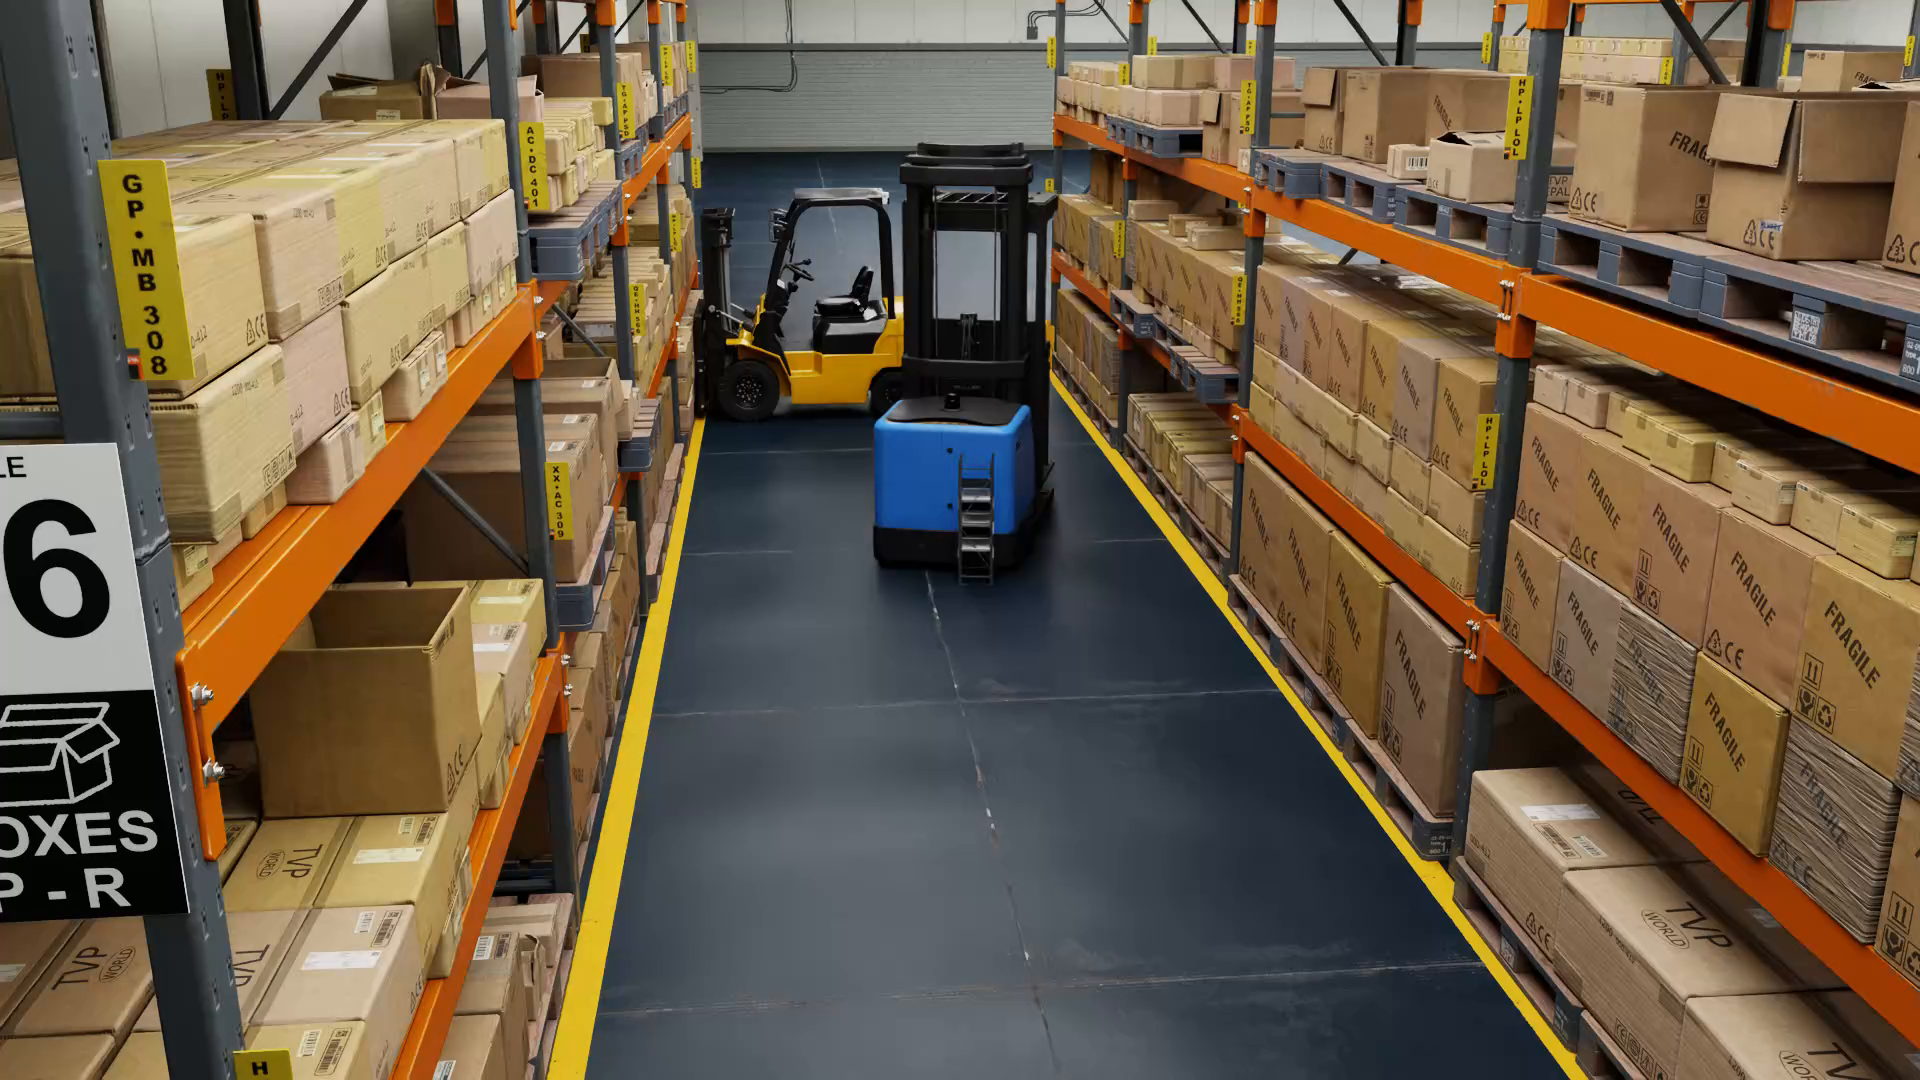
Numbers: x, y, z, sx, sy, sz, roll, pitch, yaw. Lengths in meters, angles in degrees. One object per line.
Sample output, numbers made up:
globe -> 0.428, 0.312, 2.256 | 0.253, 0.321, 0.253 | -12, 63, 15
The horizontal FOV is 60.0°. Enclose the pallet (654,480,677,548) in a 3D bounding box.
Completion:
pallet -> -2.744, -0.195, 12.946 | 1.003, 0.211, 1.213 | -2, 18, -6

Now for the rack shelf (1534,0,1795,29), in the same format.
rack shelf -> 2.980, -1.612, 4.656 | 1.077, 0.370, 4.000 | -2, 18, -6

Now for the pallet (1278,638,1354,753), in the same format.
pallet -> 2.490, 0.859, 9.587 | 1.003, 0.211, 1.213 | -2, 18, -6

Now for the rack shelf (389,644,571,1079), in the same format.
rack shelf -> -1.957, 1.214, 5.002 | 1.077, 0.370, 4.000 | -2, 18, -6

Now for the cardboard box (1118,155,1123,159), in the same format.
cardboard box -> 2.006, -3.676, 17.045 | 0.700, 0.500, 0.500 | -2, 18, -6

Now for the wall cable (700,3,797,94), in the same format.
wall cable -> -6.308, -14.302, 48.393 | 3.097, 2.526, 0.112 | -2, 18, -6

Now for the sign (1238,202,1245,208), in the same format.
sign -> 2.501, -2.833, 14.761 | 0.100, 0.325, 0.005 | -2, 18, -6

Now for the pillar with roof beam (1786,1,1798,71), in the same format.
pillar with roof beam -> 19.731, -15.705, 47.679 | 9.100, 9.000, 0.400 | -2, 18, -6

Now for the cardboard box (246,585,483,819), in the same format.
cardboard box -> -1.684, 0.448, 4.743 | 0.500, 0.500, 0.500 | -1, 17, -4

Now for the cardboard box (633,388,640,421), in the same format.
cardboard box -> -2.126, -0.813, 9.978 | 0.380, 0.149, 0.250 | -1, 17, -5

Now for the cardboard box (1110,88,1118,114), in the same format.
cardboard box -> 1.635, -3.888, 14.799 | 0.500, 0.250, 0.500 | -2, 18, -6

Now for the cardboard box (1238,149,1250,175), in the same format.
cardboard box -> 2.086, -2.543, 11.182 | 0.380, 0.149, 0.250 | -2, 18, -6

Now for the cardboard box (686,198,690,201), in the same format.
cardboard box -> -3.086, -3.563, 17.767 | 0.380, 0.149, 0.250 | -2, 17, -5

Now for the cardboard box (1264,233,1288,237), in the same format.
cardboard box -> 2.324, -2.221, 13.378 | 0.500, 0.500, 0.500 | -1, 17, -4

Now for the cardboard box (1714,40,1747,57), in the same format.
cardboard box -> 7.163, -4.504, 15.229 | 0.380, 0.149, 0.250 | -2, 18, -5

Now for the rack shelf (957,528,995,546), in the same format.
rack shelf -> 0.114, -0.026, 11.668 | 0.258, 0.077, 0.200 | 1, 17, 2

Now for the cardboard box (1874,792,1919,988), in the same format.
cardboard box -> 2.837, 0.979, 4.383 | 0.500, 0.500, 0.500 | -2, 18, -7

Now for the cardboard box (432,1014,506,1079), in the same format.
cardboard box -> -1.724, 1.858, 5.224 | 0.500, 0.500, 0.500 | -1, 17, -5

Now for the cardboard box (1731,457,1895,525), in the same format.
cardboard box -> 2.687, -0.157, 5.250 | 0.380, 0.149, 0.250 | -2, 18, -5

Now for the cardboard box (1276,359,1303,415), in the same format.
cardboard box -> 2.220, -0.925, 10.032 | 0.500, 0.250, 0.500 | -1, 17, -4

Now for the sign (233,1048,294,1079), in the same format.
sign -> -1.211, 1.037, 2.920 | 0.100, 0.325, 0.005 | -2, 18, -6

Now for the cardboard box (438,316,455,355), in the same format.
cardboard box -> -1.772, -0.631, 5.090 | 0.380, 0.149, 0.250 | -1, 17, -4

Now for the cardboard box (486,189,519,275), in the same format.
cardboard box -> -1.864, -1.090, 5.888 | 0.500, 0.250, 0.500 | -2, 18, -5

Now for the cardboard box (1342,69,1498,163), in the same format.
cardboard box -> 2.653, -2.461, 9.633 | 0.700, 0.500, 0.500 | -3, 18, -8

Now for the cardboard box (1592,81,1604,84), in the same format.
cardboard box -> 6.401, -4.406, 16.248 | 0.380, 0.149, 0.250 | -2, 17, -5

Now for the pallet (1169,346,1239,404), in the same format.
pallet -> 2.182, -1.188, 11.775 | 1.213, 0.211, 1.003 | -2, 18, -6

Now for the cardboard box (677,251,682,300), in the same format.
cardboard box -> -2.844, -2.451, 15.309 | 0.500, 0.500, 0.500 | -1, 17, -5

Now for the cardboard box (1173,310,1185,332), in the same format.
cardboard box -> 1.855, -1.701, 12.806 | 0.380, 0.149, 0.250 | -2, 18, -7

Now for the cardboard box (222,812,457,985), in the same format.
cardboard box -> -1.637, 0.952, 4.391 | 0.500, 0.250, 0.500 | -2, 18, -7

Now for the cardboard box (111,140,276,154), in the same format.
cardboard box -> -2.273, -1.003, 4.776 | 0.500, 0.250, 0.500 | -2, 18, -6

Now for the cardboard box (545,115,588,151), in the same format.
cardboard box -> -1.959, -1.910, 7.801 | 0.380, 0.149, 0.250 | -2, 18, -5

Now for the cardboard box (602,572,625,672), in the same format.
cardboard box -> -2.220, 0.500, 9.548 | 0.500, 0.500, 0.500 | -1, 17, -3

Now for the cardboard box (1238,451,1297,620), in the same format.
cardboard box -> 2.350, -0.049, 10.672 | 0.875, 0.875, 0.875 | -2, 18, -6

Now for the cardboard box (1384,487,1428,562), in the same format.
cardboard box -> 2.426, -0.085, 8.191 | 0.500, 0.250, 0.500 | -2, 18, -6

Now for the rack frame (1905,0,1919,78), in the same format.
rack frame -> 11.393, -6.623, 18.749 | 1.000, 3.000, 0.127 | -2, 18, -6

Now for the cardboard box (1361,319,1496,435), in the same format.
cardboard box -> 2.385, -0.835, 8.492 | 0.500, 0.500, 0.500 | -1, 17, -4

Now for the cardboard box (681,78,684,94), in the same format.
cardboard box -> -3.013, -4.622, 16.935 | 0.380, 0.149, 0.250 | -2, 18, -7

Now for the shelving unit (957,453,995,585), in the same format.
shelving unit -> 0.114, -0.144, 11.631 | 0.258, 0.900, 0.210 | 1, 17, 2

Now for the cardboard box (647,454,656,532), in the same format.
cardboard box -> -2.701, -0.365, 12.094 | 0.875, 0.625, 0.625 | -1, 17, -4

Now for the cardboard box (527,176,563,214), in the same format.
cardboard box -> -1.798, -1.385, 6.626 | 0.380, 0.149, 0.250 | -2, 17, -5

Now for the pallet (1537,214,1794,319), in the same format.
pallet -> 2.848, -1.024, 6.071 | 1.003, 0.211, 1.213 | -2, 18, -6

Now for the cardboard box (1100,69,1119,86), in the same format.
cardboard box -> 1.501, -4.271, 15.353 | 0.380, 0.149, 0.250 | -1, 17, -4

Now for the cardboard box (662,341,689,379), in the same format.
cardboard box -> -2.726, -1.628, 15.074 | 0.500, 0.250, 0.500 | -2, 18, -6

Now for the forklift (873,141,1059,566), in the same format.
forklift -> 0.156, -1.610, 12.913 | 1.130, 2.935, 3.031 | 3, 18, 10

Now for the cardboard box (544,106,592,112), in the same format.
cardboard box -> -2.140, -2.203, 8.768 | 0.380, 0.149, 0.250 | -2, 18, -7

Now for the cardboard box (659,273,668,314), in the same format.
cardboard box -> -2.623, -1.984, 13.404 | 0.500, 0.250, 0.500 | -2, 18, -7

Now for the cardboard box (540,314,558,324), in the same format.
cardboard box -> -2.810, -1.364, 10.765 | 0.380, 0.149, 0.250 | -1, 17, -4

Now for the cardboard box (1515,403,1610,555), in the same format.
cardboard box -> 2.582, -0.255, 6.644 | 0.500, 0.500, 0.500 | -2, 18, -5

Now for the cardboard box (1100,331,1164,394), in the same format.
cardboard box -> 1.621, -1.677, 15.648 | 0.500, 0.500, 0.500 | -2, 18, -6

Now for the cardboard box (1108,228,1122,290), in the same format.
cardboard box -> 1.656, -2.577, 15.214 | 0.500, 0.500, 0.500 | -2, 18, -7

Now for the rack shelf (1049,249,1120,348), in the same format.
rack shelf -> 1.743, -2.515, 16.882 | 1.077, 0.370, 4.000 | -2, 18, -6

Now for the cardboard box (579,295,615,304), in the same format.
cardboard box -> -2.436, -1.610, 11.549 | 0.380, 0.149, 0.250 | -2, 17, -5

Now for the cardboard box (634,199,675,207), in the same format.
cardboard box -> -2.990, -3.242, 16.250 | 0.380, 0.149, 0.250 | -2, 17, -5

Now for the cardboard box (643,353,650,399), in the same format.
cardboard box -> -2.425, -1.135, 11.534 | 0.500, 0.250, 0.500 | -2, 18, -7

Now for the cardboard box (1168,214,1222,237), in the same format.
cardboard box -> 1.860, -2.491, 13.155 | 0.380, 0.149, 0.250 | -1, 17, -3

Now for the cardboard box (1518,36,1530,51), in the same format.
cardboard box -> 6.219, -5.317, 17.818 | 0.380, 0.149, 0.250 | -2, 18, -6
